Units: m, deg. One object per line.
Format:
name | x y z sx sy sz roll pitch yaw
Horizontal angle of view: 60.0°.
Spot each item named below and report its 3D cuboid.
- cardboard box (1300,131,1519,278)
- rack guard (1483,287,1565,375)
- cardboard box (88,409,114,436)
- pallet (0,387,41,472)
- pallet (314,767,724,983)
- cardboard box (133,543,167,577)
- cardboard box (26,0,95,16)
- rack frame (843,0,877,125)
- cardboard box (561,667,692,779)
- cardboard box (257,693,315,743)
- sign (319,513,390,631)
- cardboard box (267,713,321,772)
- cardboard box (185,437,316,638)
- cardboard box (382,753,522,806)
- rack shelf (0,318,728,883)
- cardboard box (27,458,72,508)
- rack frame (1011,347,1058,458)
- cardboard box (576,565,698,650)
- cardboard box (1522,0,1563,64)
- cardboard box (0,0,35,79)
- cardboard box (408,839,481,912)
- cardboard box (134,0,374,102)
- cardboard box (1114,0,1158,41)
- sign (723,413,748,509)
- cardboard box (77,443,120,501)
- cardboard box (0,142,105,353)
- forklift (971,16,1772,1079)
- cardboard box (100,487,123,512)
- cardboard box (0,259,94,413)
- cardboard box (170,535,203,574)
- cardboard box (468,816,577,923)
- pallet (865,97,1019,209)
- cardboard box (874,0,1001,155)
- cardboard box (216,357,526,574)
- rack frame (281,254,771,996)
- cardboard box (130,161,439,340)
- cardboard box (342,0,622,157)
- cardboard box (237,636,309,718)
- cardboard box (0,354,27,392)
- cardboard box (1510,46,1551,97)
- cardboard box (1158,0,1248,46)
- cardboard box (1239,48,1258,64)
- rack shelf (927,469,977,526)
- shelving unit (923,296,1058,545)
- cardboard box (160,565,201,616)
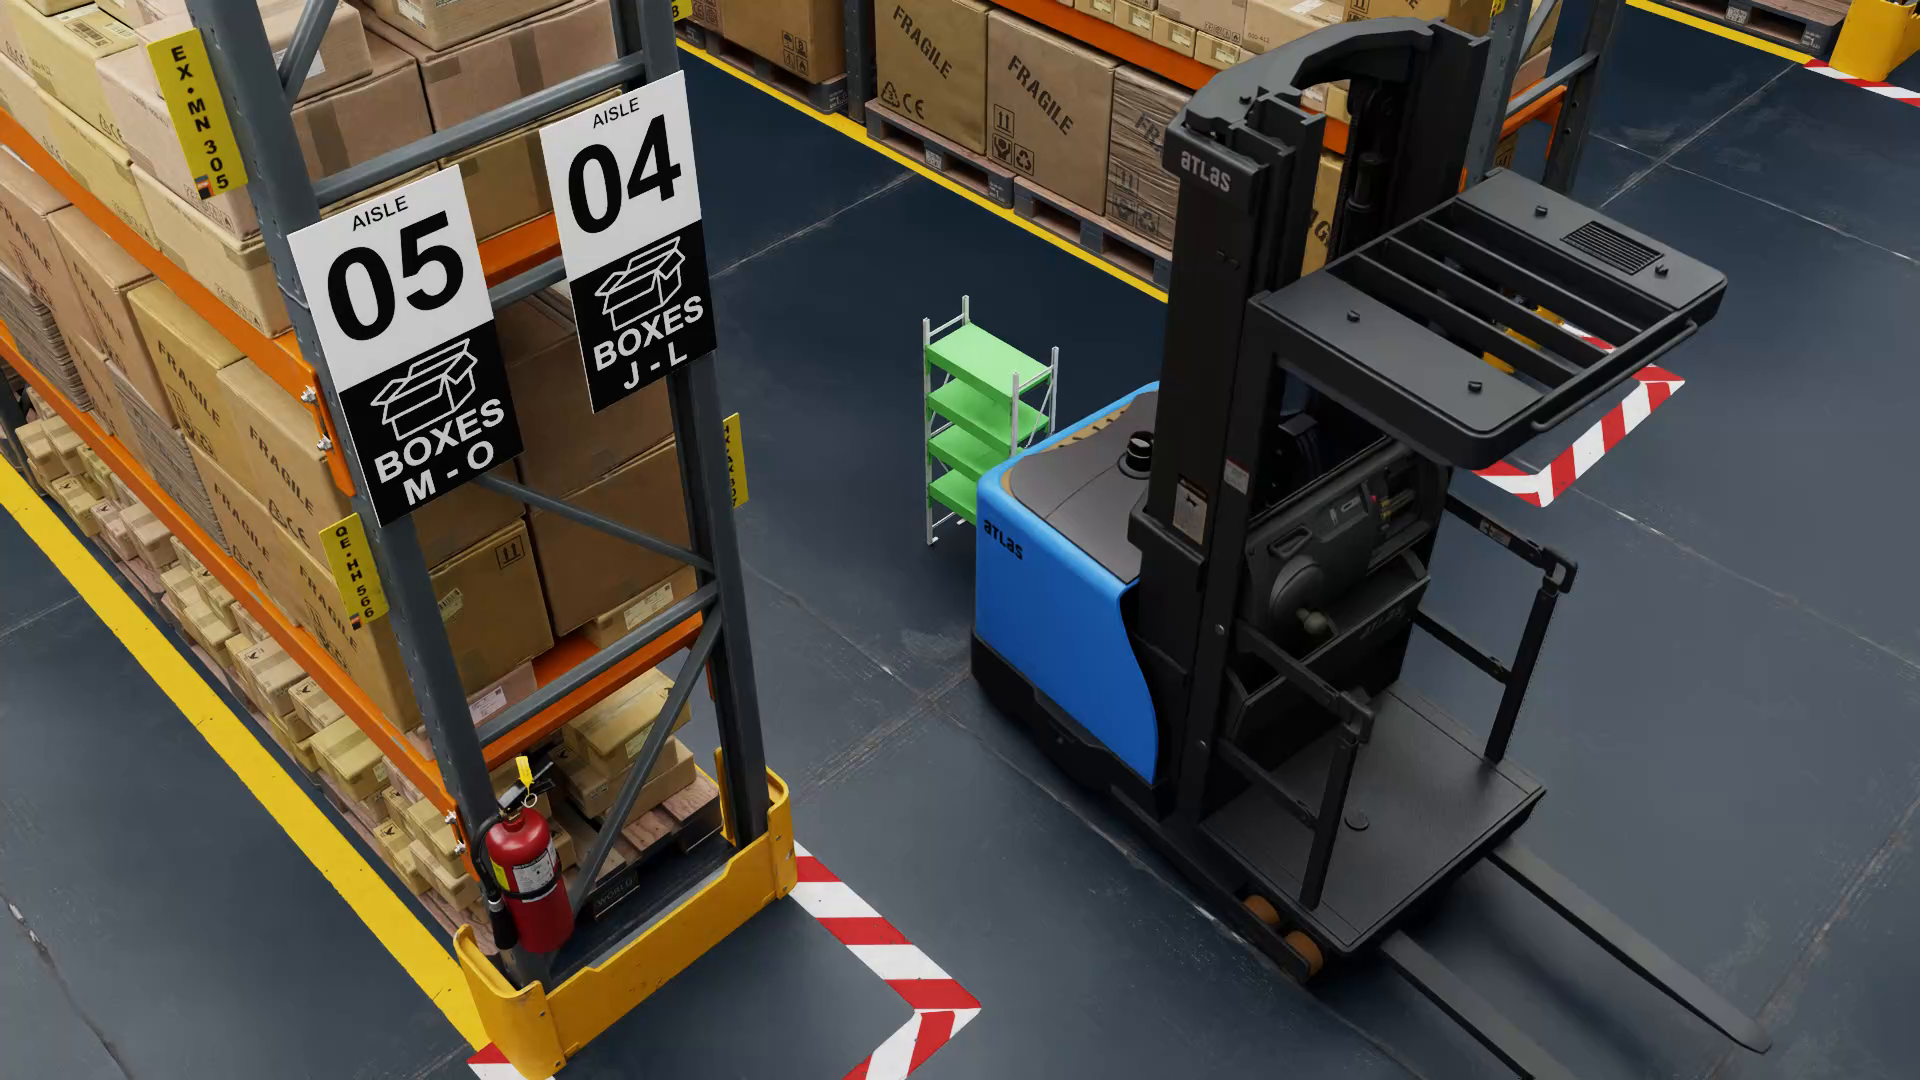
cardboard box | 2.032 -1.608 8.153 0.875 0.875 0.875 -34 53 -31
rack guard | 2.558 -1.035 8.119 1.175 0.500 0.348 -34 53 -31
cardboard box | -2.934 -0.563 5.952 0.380 0.149 0.250 -32 51 -30
pallet | -4.418 -0.907 8.194 1.003 0.211 1.213 -34 53 -31
pallet | -1.645 0.944 6.190 1.003 0.211 1.213 -34 53 -31
cardboard box | -3.222 -0.016 6.965 0.250 0.149 0.380 33 52 31
cardboard box | -2.035 -1.395 3.905 0.380 0.149 0.250 -33 52 -31
rack frame | -0.284 -3.886 9.363 1.000 3.000 0.127 -34 53 -31
cardboard box | -1.172 0.624 5.835 0.250 0.149 0.380 32 51 30
cardboard box | -2.360 0.539 6.145 0.380 0.149 0.250 -33 52 -31
sign | -1.449 0.079 3.985 0.100 0.325 0.005 -34 53 -31
cardboard box | -2.349 0.656 6.239 0.250 0.149 0.380 32 51 30
cardboard box | -1.902 -0.124 4.999 0.500 0.500 0.500 33 52 31
cardboard box | -1.732 0.757 5.691 0.380 0.149 0.250 -33 52 -31
rack shelf | -2.455 -0.333 6.047 1.077 0.370 4.000 -34 53 -31
cardboard box | -3.837 -0.336 7.312 0.250 0.149 0.380 32 51 30
rack frame | 0.289 -0.244 6.747 0.240 1.200 0.015 -34 53 -31
cardboard box | -1.039 0.144 5.187 0.250 0.149 0.380 34 52 31
cardboard box | 2.393 -2.379 7.623 0.500 0.250 0.500 33 52 30
cardboard box | -2.269 -1.458 4.267 0.500 0.250 0.500 -33 52 -31
cardboard box | -1.617 1.031 5.614 0.250 0.149 0.380 33 52 30
cardboard box | -1.485 -1.031 3.511 0.250 0.149 0.380 34 52 31
cardboard box | 0.977 -2.620 8.178 0.380 0.149 0.250 -33 52 -31
sign | -0.658 -0.214 4.751 0.100 0.325 0.005 -34 53 -31
cardboard box | -3.404 -0.360 6.900 0.250 0.149 0.380 33 52 31
cardboard box | -2.649 -0.991 5.200 0.500 0.500 0.500 32 52 30
forklift | 1.370 0.046 5.158 1.130 2.935 3.031 -29 50 -28
cardboard box | -3.398 -0.268 7.020 0.250 0.149 0.380 34 52 31
cardboard box | -3.011 -0.852 5.786 0.500 0.500 0.500 33 52 31
cardboard box | -2.831 0.007 6.502 0.250 0.149 0.380 32 51 30
cardboard box | -1.562 1.104 5.754 0.380 0.149 0.250 -33 52 -31
pallet | 0.198 -2.459 9.873 1.003 0.211 1.213 -34 53 -31
cardboard box | 0.126 -2.905 9.557 0.875 0.875 0.875 -34 53 -31
cardboard box | -1.541 -0.250 4.398 0.500 0.500 0.500 33 52 31
rack frame | -1.042 0.364 4.763 1.000 3.000 0.127 -34 53 -31
cardboard box | -1.551 -0.774 3.895 0.500 0.250 0.500 33 52 31
cardboard box | -1.175 -1.206 3.995 0.500 0.250 0.500 -33 52 -31
cardboard box | -2.372 0.437 6.038 0.380 0.149 0.250 -32 52 -30
cardboard box | -4.568 -1.029 7.803 0.500 0.500 0.500 33 52 31
cardboard box | 2.524 -2.201 7.724 0.380 0.149 0.250 -33 52 -31
cardboard box | 1.293 -2.613 7.876 0.500 0.250 0.500 32 52 30
cardboard box | 1.519 -2.252 7.779 0.380 0.149 0.250 -33 52 -31
rack shelf | 0.117 -0.138 7.080 0.258 0.148 0.480 -34 53 -31
shelving unit | 0.117 -0.361 6.874 0.258 1.200 0.503 -34 53 -31
cardboard box | -2.898 0.158 6.558 0.250 0.149 0.380 34 52 31
